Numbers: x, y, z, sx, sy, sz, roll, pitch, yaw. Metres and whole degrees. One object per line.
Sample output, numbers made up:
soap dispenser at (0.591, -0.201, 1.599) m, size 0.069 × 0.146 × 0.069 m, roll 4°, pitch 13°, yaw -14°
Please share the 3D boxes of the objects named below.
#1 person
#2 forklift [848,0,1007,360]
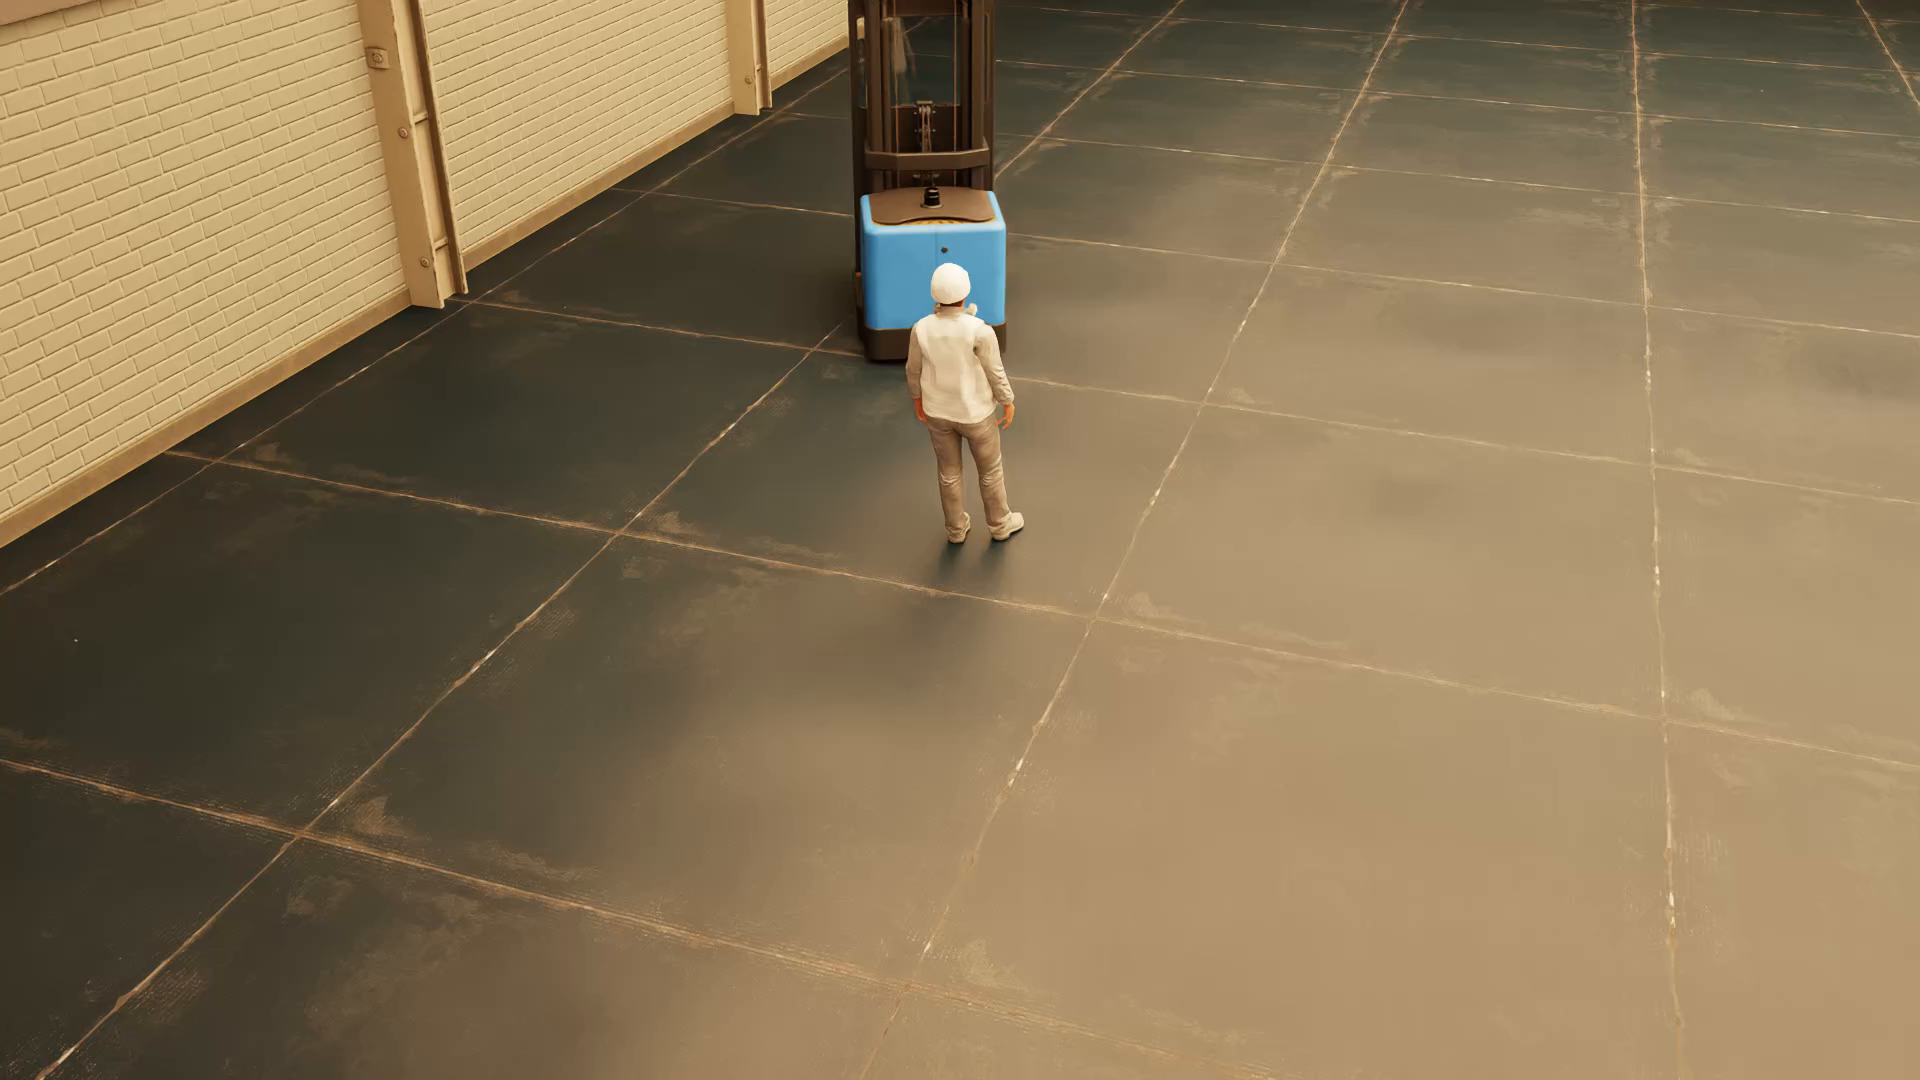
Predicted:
person at (0.027, -0.806, 9.703) m, size 0.634 × 1.775 × 0.566 m, roll 10°, pitch 31°, yaw 16°
forklift at (-0.310, -3.307, 12.938) m, size 1.130 × 2.935 × 3.031 m, roll -3°, pitch 30°, yaw -5°
